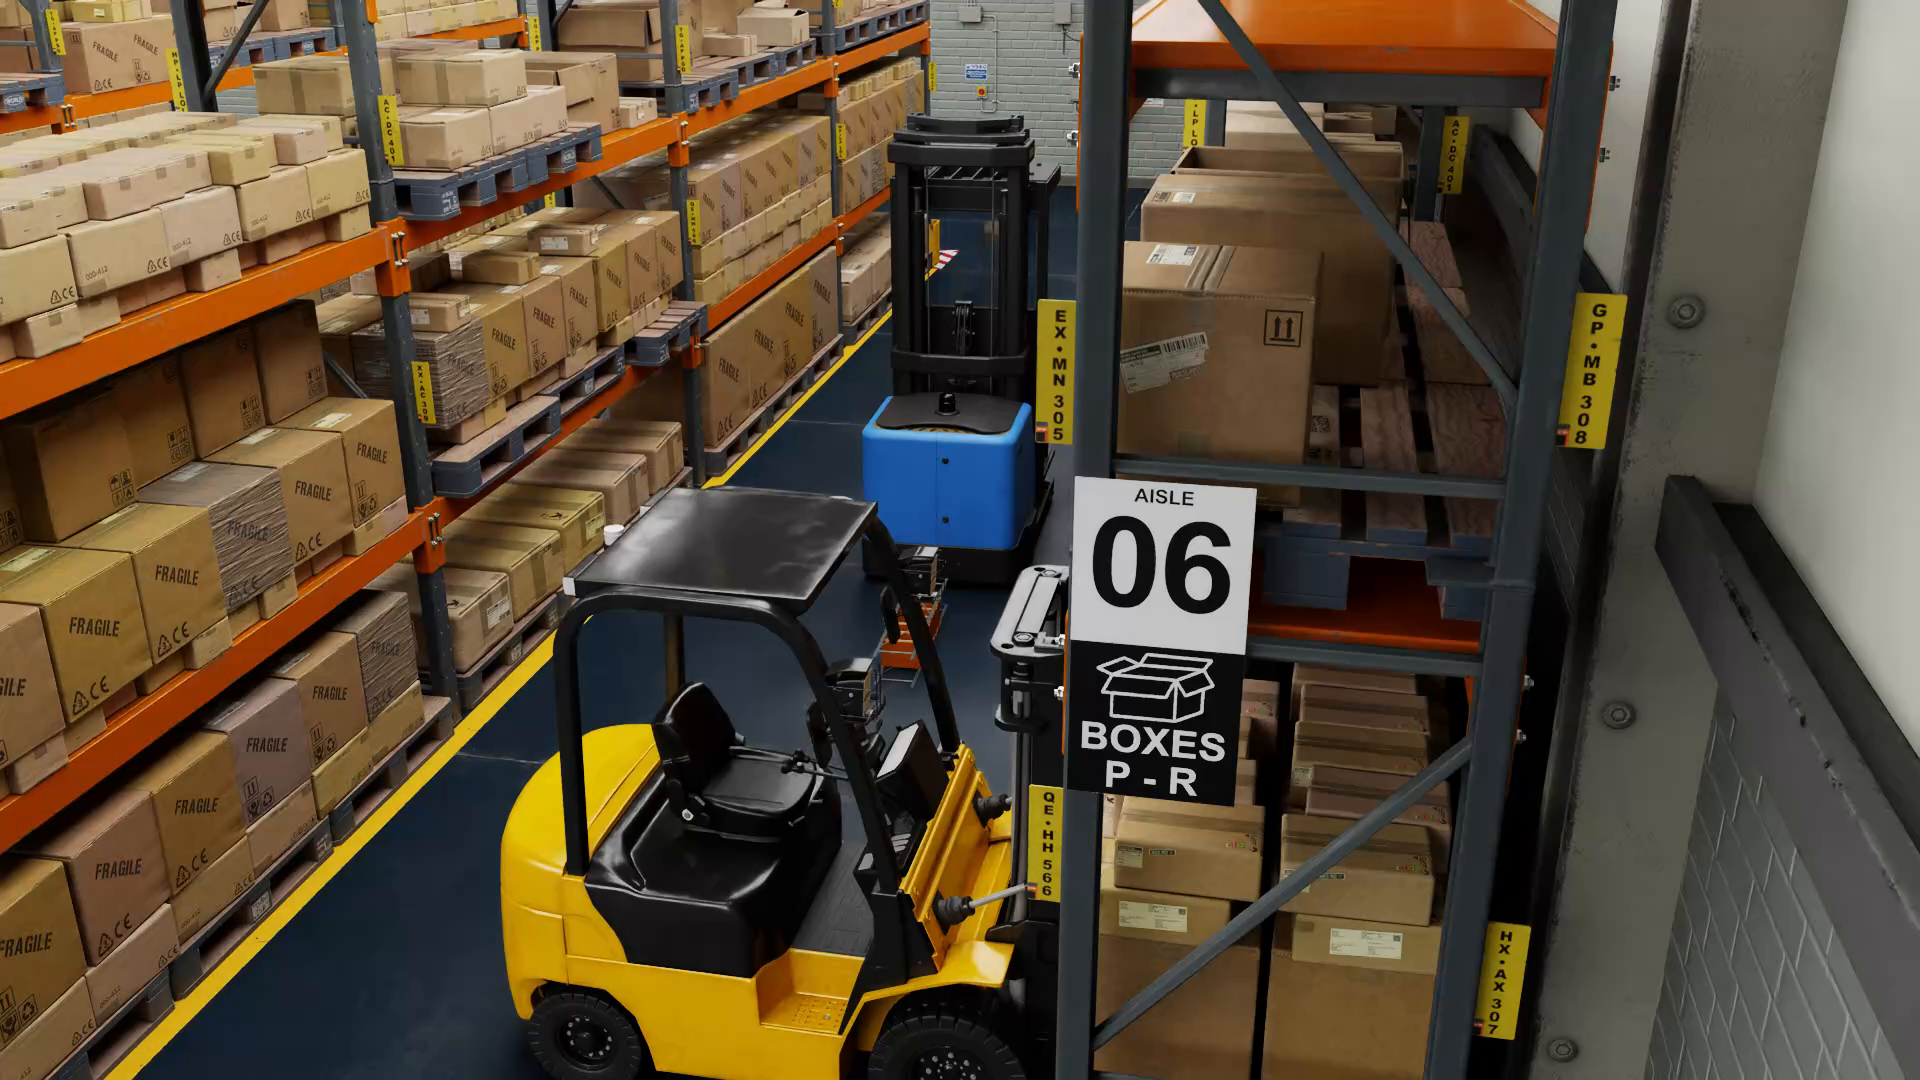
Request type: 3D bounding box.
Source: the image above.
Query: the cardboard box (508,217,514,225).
[{"bbox_3d":[-5.650,-3.828,20.199,0.380,0.149,0.250,4,22,10],"label":"cardboard box"}]

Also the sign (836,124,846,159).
[{"bbox_3d":[-1.132,-3.783,15.788,0.100,0.325,0.005,4,22,11],"label":"sign"}]

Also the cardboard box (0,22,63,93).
[{"bbox_3d":[-7.480,-3.864,13.284,0.500,0.500,0.500,4,22,11],"label":"cardboard box"}]

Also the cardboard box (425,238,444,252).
[{"bbox_3d":[-5.978,-3.296,18.480,0.380,0.149,0.250,5,22,12],"label":"cardboard box"}]

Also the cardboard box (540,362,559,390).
[{"bbox_3d":[-2.687,-1.032,10.176,0.380,0.149,0.250,5,22,11],"label":"cardboard box"}]

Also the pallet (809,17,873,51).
[{"bbox_3d":[-1.488,-4.969,16.280,1.003,0.211,1.213,4,22,11],"label":"pallet"}]

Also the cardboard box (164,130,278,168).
[{"bbox_3d":[-3.267,-1.718,7.357,0.380,0.149,0.250,5,22,12],"label":"cardboard box"}]

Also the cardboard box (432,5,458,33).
[{"bbox_3d":[-5.850,-5.696,18.166,0.500,0.250,0.500,5,23,13],"label":"cardboard box"}]

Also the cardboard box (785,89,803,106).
[{"bbox_3d":[-1.754,-4.357,16.315,0.380,0.149,0.250,5,22,12],"label":"cardboard box"}]

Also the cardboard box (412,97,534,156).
[{"bbox_3d":[-2.683,-2.280,9.123,0.500,0.250,0.500,4,22,10],"label":"cardboard box"}]

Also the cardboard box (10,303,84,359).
[{"bbox_3d":[-3.468,-0.776,6.087,0.380,0.149,0.250,5,22,12],"label":"cardboard box"}]

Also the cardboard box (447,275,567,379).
[{"bbox_3d":[-2.705,-1.287,9.939,0.500,0.500,0.500,4,22,11],"label":"cardboard box"}]

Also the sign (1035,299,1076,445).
[{"bbox_3d":[0.218,-0.367,3.654,0.100,0.325,0.005,4,22,11],"label":"sign"}]

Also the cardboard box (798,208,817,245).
[{"bbox_3d":[-1.615,-2.882,15.194,0.500,0.250,0.500,4,22,10],"label":"cardboard box"}]

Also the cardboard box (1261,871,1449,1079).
[{"bbox_3d":[1.119,1.239,4.629,0.500,0.500,0.500,5,23,13],"label":"cardboard box"}]

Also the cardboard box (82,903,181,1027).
[{"bbox_3d":[-3.567,1.689,6.764,0.500,0.250,0.500,5,23,13],"label":"cardboard box"}]

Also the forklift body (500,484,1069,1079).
[{"bbox_3d":[-0.653,1.006,6.476,2.313,2.155,1.214,4,22,11],"label":"forklift body"}]

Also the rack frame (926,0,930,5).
[{"bbox_3d":[-0.849,-7.566,18.595,1.000,3.000,0.127,4,22,11],"label":"rack frame"}]

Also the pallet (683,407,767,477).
[{"bbox_3d":[-2.247,-0.847,13.674,1.003,0.211,1.213,4,22,11],"label":"pallet"}]

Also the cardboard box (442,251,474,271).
[{"bbox_3d":[-3.111,-1.522,10.523,0.500,0.500,0.500,4,22,9],"label":"cardboard box"}]

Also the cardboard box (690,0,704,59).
[{"bbox_3d":[-2.405,-4.157,13.449,0.500,0.500,0.500,5,22,11],"label":"cardboard box"}]

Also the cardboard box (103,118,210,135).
[{"bbox_3d":[-3.706,-1.852,7.690,0.380,0.149,0.250,5,23,13],"label":"cardboard box"}]

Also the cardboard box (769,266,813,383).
[{"bbox_3d":[-1.890,-1.966,15.002,0.875,0.875,0.875,5,22,12],"label":"cardboard box"}]

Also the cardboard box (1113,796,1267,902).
[{"bbox_3d":[0.613,0.813,4.420,0.380,0.149,0.250,5,22,11],"label":"cardboard box"}]

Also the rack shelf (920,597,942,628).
[{"bbox_3d":[-0.246,0.445,10.489,0.258,0.180,0.103,4,22,9],"label":"rack shelf"}]

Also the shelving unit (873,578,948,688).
[{"bbox_3d":[-0.292,0.550,10.228,0.258,0.189,1.200,4,22,9],"label":"shelving unit"}]

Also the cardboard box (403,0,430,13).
[{"bbox_3d":[-5.976,-5.737,17.600,0.500,0.250,0.500,5,22,12],"label":"cardboard box"}]

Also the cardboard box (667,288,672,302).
[{"bbox_3d":[-2.318,-1.798,12.077,0.380,0.149,0.250,5,23,13],"label":"cardboard box"}]

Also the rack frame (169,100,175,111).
[{"bbox_3d":[-10.550,-5.539,21.591,1.000,3.000,0.127,4,22,11],"label":"rack frame"}]

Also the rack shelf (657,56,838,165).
[{"bbox_3d":[-2.073,-3.647,13.841,1.077,0.370,4.000,4,22,11],"label":"rack shelf"}]

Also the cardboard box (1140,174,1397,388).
[{"bbox_3d":[0.905,-0.781,4.933,0.700,0.500,0.500,5,22,11],"label":"cardboard box"}]

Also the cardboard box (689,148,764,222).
[{"bbox_3d":[-1.929,-2.900,13.566,0.500,0.500,0.500,5,22,12],"label":"cardboard box"}]

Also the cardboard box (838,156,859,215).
[{"bbox_3d":[-1.313,-3.519,16.441,0.500,0.500,0.500,5,23,13],"label":"cardboard box"}]

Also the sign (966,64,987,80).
[{"bbox_3d":[0.244,-6.999,24.855,0.327,0.218,0.001,4,22,11],"label":"sign"}]

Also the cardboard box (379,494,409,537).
[{"bbox_3d":[-3.065,-0.137,8.516,0.380,0.149,0.250,4,22,10],"label":"cardboard box"}]

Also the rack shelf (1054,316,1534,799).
[{"bbox_3d":[1.155,-0.344,5.640,1.077,0.370,4.000,4,22,11],"label":"rack shelf"}]

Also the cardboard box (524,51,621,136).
[{"bbox_3d":[-2.684,-2.950,11.013,0.700,0.500,0.500,4,22,11],"label":"cardboard box"}]

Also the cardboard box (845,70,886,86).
[{"bbox_3d":[-1.005,-4.883,17.621,0.380,0.149,0.250,5,23,13],"label":"cardboard box"}]

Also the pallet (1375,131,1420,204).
[{"bbox_3d":[2.103,-2.120,9.340,1.003,0.211,1.213,6,23,13],"label":"pallet"}]

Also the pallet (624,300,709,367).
[{"bbox_3d":[-2.522,-1.500,11.819,1.213,0.211,1.003,4,22,11],"label":"pallet"}]

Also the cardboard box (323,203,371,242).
[{"bbox_3d":[-3.063,-1.531,7.960,0.380,0.149,0.250,5,22,11],"label":"cardboard box"}]

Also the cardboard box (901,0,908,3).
[{"bbox_3d":[-0.853,-6.175,18.660,0.500,0.250,0.500,2,22,6],"label":"cardboard box"}]

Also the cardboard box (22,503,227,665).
[{"bbox_3d":[-3.444,0.169,6.887,0.500,0.500,0.500,4,22,10],"label":"cardboard box"}]

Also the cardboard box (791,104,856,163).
[{"bbox_3d":[-1.331,-3.986,16.264,0.500,0.500,0.500,5,22,11],"label":"cardboard box"}]

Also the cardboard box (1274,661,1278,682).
[{"bbox_3d":[0.901,0.638,6.121,0.500,0.500,0.500,5,22,11],"label":"cardboard box"}]

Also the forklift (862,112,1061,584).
[{"bbox_3d":[0.108,-1.589,11.875,1.130,2.935,3.031,4,22,9],"label":"forklift"}]

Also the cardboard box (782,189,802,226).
[{"bbox_3d":[-1.711,-2.930,14.645,0.500,0.250,0.500,5,22,12],"label":"cardboard box"}]

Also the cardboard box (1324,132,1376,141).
[{"bbox_3d":[1.862,-1.930,8.256,0.380,0.149,0.250,4,22,11],"label":"cardboard box"}]

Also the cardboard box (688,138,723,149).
[{"bbox_3d":[-2.317,-3.131,14.140,0.500,0.500,0.500,4,22,10],"label":"cardboard box"}]

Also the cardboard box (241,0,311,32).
[{"bbox_3d":[-6.716,-5.163,15.948,0.700,0.500,0.500,4,22,11],"label":"cardboard box"}]

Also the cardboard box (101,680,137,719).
[{"bbox_3d":[-3.559,0.604,6.674,0.380,0.149,0.250,5,23,13],"label":"cardboard box"}]

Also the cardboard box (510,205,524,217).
[{"bbox_3d":[-5.575,-4.059,20.375,0.380,0.149,0.250,5,22,12],"label":"cardboard box"}]
